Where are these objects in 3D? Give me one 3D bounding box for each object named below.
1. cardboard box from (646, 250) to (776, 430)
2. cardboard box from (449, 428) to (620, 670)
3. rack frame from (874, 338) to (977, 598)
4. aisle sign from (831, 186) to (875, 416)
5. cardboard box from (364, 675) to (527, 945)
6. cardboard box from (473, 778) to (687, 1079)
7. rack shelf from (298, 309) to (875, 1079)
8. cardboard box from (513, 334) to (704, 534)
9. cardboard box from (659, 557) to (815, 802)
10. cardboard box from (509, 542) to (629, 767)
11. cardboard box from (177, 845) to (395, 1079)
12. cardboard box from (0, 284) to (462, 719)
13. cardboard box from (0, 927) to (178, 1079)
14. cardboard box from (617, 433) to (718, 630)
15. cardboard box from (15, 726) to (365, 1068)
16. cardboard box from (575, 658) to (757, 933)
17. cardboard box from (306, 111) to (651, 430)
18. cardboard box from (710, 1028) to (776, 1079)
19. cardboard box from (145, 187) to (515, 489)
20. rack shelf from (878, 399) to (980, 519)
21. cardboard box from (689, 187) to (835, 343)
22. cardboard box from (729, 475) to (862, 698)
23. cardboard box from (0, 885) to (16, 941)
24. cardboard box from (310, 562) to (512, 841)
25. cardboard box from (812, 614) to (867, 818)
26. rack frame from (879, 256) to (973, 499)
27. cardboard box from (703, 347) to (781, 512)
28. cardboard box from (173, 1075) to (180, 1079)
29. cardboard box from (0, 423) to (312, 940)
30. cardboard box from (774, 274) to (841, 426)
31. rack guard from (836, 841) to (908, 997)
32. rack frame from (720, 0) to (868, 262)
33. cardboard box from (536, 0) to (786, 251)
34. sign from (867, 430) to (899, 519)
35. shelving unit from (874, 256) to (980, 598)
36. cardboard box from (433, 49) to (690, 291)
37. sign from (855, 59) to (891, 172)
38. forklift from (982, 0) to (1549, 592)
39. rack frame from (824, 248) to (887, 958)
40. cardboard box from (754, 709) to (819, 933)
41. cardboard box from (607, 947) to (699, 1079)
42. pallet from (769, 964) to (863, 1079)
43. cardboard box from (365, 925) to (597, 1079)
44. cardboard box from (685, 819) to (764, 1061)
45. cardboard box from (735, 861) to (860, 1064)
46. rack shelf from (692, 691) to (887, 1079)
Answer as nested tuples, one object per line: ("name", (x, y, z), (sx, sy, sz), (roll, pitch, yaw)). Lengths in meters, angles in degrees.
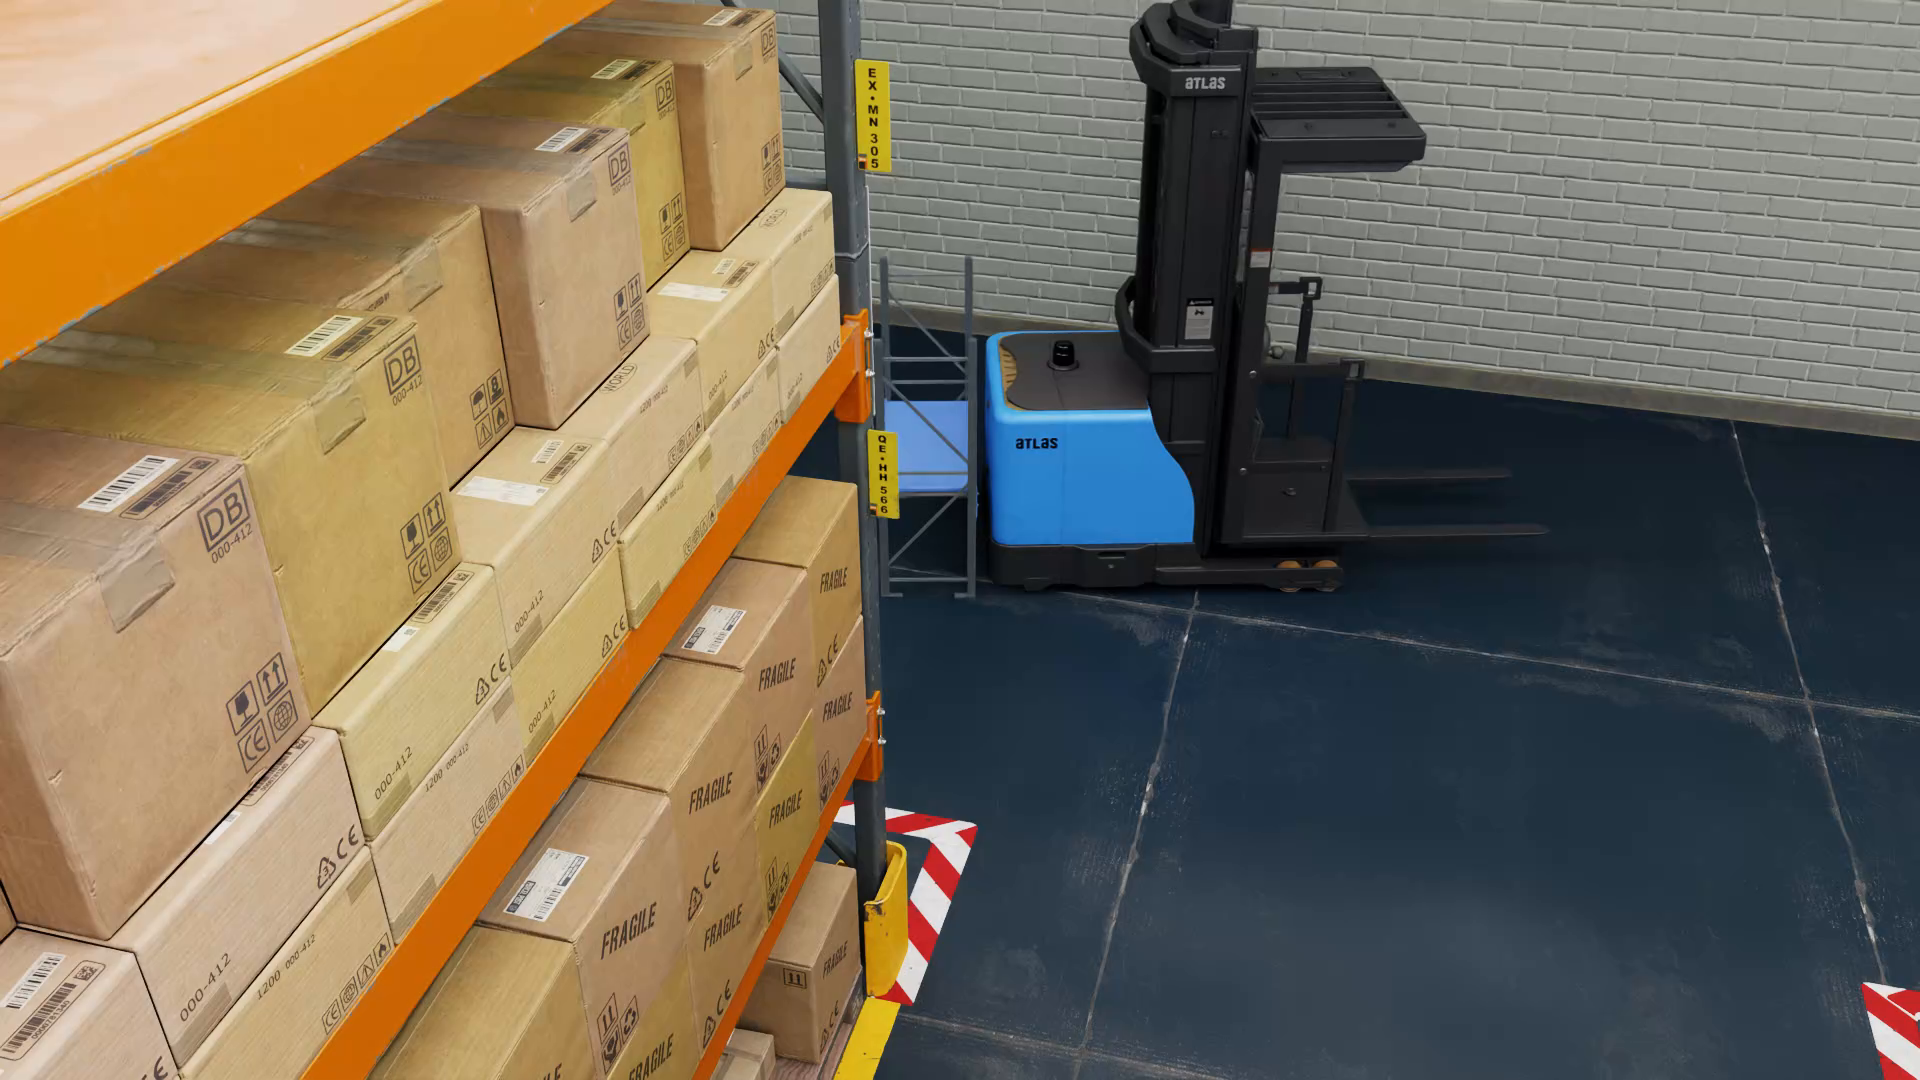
("cardboard box", (-0.794, -0.532, 4.238), (0.500, 0.250, 0.500), (8, 33, 12))
("cardboard box", (-1.045, -0.012, 3.421), (0.500, 0.250, 0.500), (8, 33, 12))
("rack frame", (-0.168, -0.336, 8.451), (0.500, 1.500, 0.032), (0, 32, -1))
("aisle sign", (-0.470, -0.770, 5.311), (0.394, 0.787, 0.004), (8, 33, 12))
("cardboard box", (-1.177, 0.458, 3.148), (0.500, 0.250, 0.500), (8, 33, 12))
("cardboard box", (-1.016, 0.924, 4.045), (0.500, 0.500, 0.500), (9, 34, 14))
("rack shelf", (-1.292, 0.397, 3.774), (1.077, 0.370, 4.000), (8, 33, 12))
("cardboard box", (-0.925, -0.273, 3.830), (0.500, 0.250, 0.500), (8, 33, 12))
("cardboard box", (-0.758, 0.388, 4.889), (0.500, 0.500, 0.500), (9, 34, 14))
("cardboard box", (-1.054, 0.198, 3.557), (0.500, 0.250, 0.500), (8, 33, 12))
("cardboard box", (-1.305, 0.717, 2.740), (0.500, 0.250, 0.500), (8, 33, 12))
("cardboard box", (-1.328, -0.091, 2.846), (0.700, 0.500, 0.500), (8, 33, 12))
("cardboard box", (-1.435, 0.765, 2.199), (0.500, 0.250, 0.500), (8, 33, 12))
("cardboard box", (-0.911, -0.060, 3.962), (0.500, 0.250, 0.500), (8, 33, 12))
("cardboard box", (-1.310, 0.505, 2.607), (0.500, 0.250, 0.500), (8, 33, 12))
("cardboard box", (-0.885, 0.657, 4.465), (0.500, 0.500, 0.500), (9, 34, 14))
("cardboard box", (-1.131, -0.618, 3.675), (0.700, 0.500, 0.500), (8, 33, 12))
("cardboard box", (-0.874, 1.845, 5.853), (0.380, 0.166, 0.250), (8, 33, 12))
("cardboard box", (-1.348, -0.371, 3.287), (0.700, 0.500, 0.500), (8, 33, 12))
("rack shelf", (-0.174, -0.457, 8.976), (0.538, 0.185, 1.000), (0, 32, -1))
("cardboard box", (-0.668, -0.791, 4.646), (0.500, 0.250, 0.500), (8, 33, 12))
("cardboard box", (-0.631, 0.125, 5.301), (0.500, 0.500, 0.500), (8, 33, 12))
("cardboard box", (-1.713, 0.409, 2.059), (0.700, 0.500, 0.500), (8, 33, 12))
("cardboard box", (-1.172, 0.247, 3.013), (0.500, 0.250, 0.500), (8, 33, 12))
("cardboard box", (-0.634, 0.548, 5.568), (0.500, 0.500, 0.500), (9, 34, 14))
("rack frame", (-0.181, -0.882, 9.309), (0.500, 1.500, 0.032), (0, 32, -1))
("cardboard box", (-0.797, -0.321, 4.372), (0.500, 0.250, 0.500), (8, 33, 12))
("cardboard box", (-1.436, 0.976, 2.333), (0.500, 0.250, 0.500), (8, 33, 12))
("cardboard box", (-1.449, 0.169, 2.437), (0.700, 0.500, 0.500), (8, 33, 12))
("cardboard box", (-0.659, -0.579, 4.778), (0.500, 0.250, 0.500), (8, 33, 12))
("rack guard", (-0.803, 1.416, 6.627), (1.175, 0.500, 0.348), (8, 33, 12))
("rack frame", (-0.784, -2.211, 4.409), (1.000, 3.000, 0.127), (8, 33, 12))
("cardboard box", (-0.899, -1.140, 4.496), (0.700, 0.500, 0.500), (8, 33, 12))
("sign", (-0.252, -0.215, 5.488), (0.100, 0.325, 0.005), (8, 33, 12))
("shelving unit", (-0.174, -0.609, 8.880), (0.538, 1.500, 1.048), (0, 32, -1))
("cardboard box", (-1.107, -0.892, 4.106), (0.700, 0.500, 0.500), (8, 33, 12))
("sign", (-0.252, -1.232, 4.841), (0.100, 0.325, 0.005), (8, 33, 12))
("forklift", (1.656, -1.243, 8.543), (3.031, 2.935, 1.130), (-1, 32, -2))
("rack frame", (-0.784, 0.321, 6.019), (1.000, 3.000, 0.127), (8, 33, 12))
("cardboard box", (-0.763, 0.818, 5.144), (0.500, 0.500, 0.500), (8, 33, 13))
("cardboard box", (-1.023, 1.338, 4.326), (0.500, 0.500, 0.500), (8, 33, 12))
("pallet", (-1.005, 1.951, 6.054), (1.003, 0.211, 1.213), (8, 33, 12))
("cardboard box", (-1.146, 1.192, 3.624), (0.500, 0.500, 0.500), (7, 33, 11))
("cardboard box", (-0.894, 1.076, 4.738), (0.500, 0.500, 0.500), (8, 33, 13))
("cardboard box", (-0.684, 1.506, 6.075), (0.500, 0.500, 0.500), (8, 33, 12))
("rack shelf", (-1.292, 1.663, 4.579), (1.077, 0.370, 4.000), (8, 33, 12))
